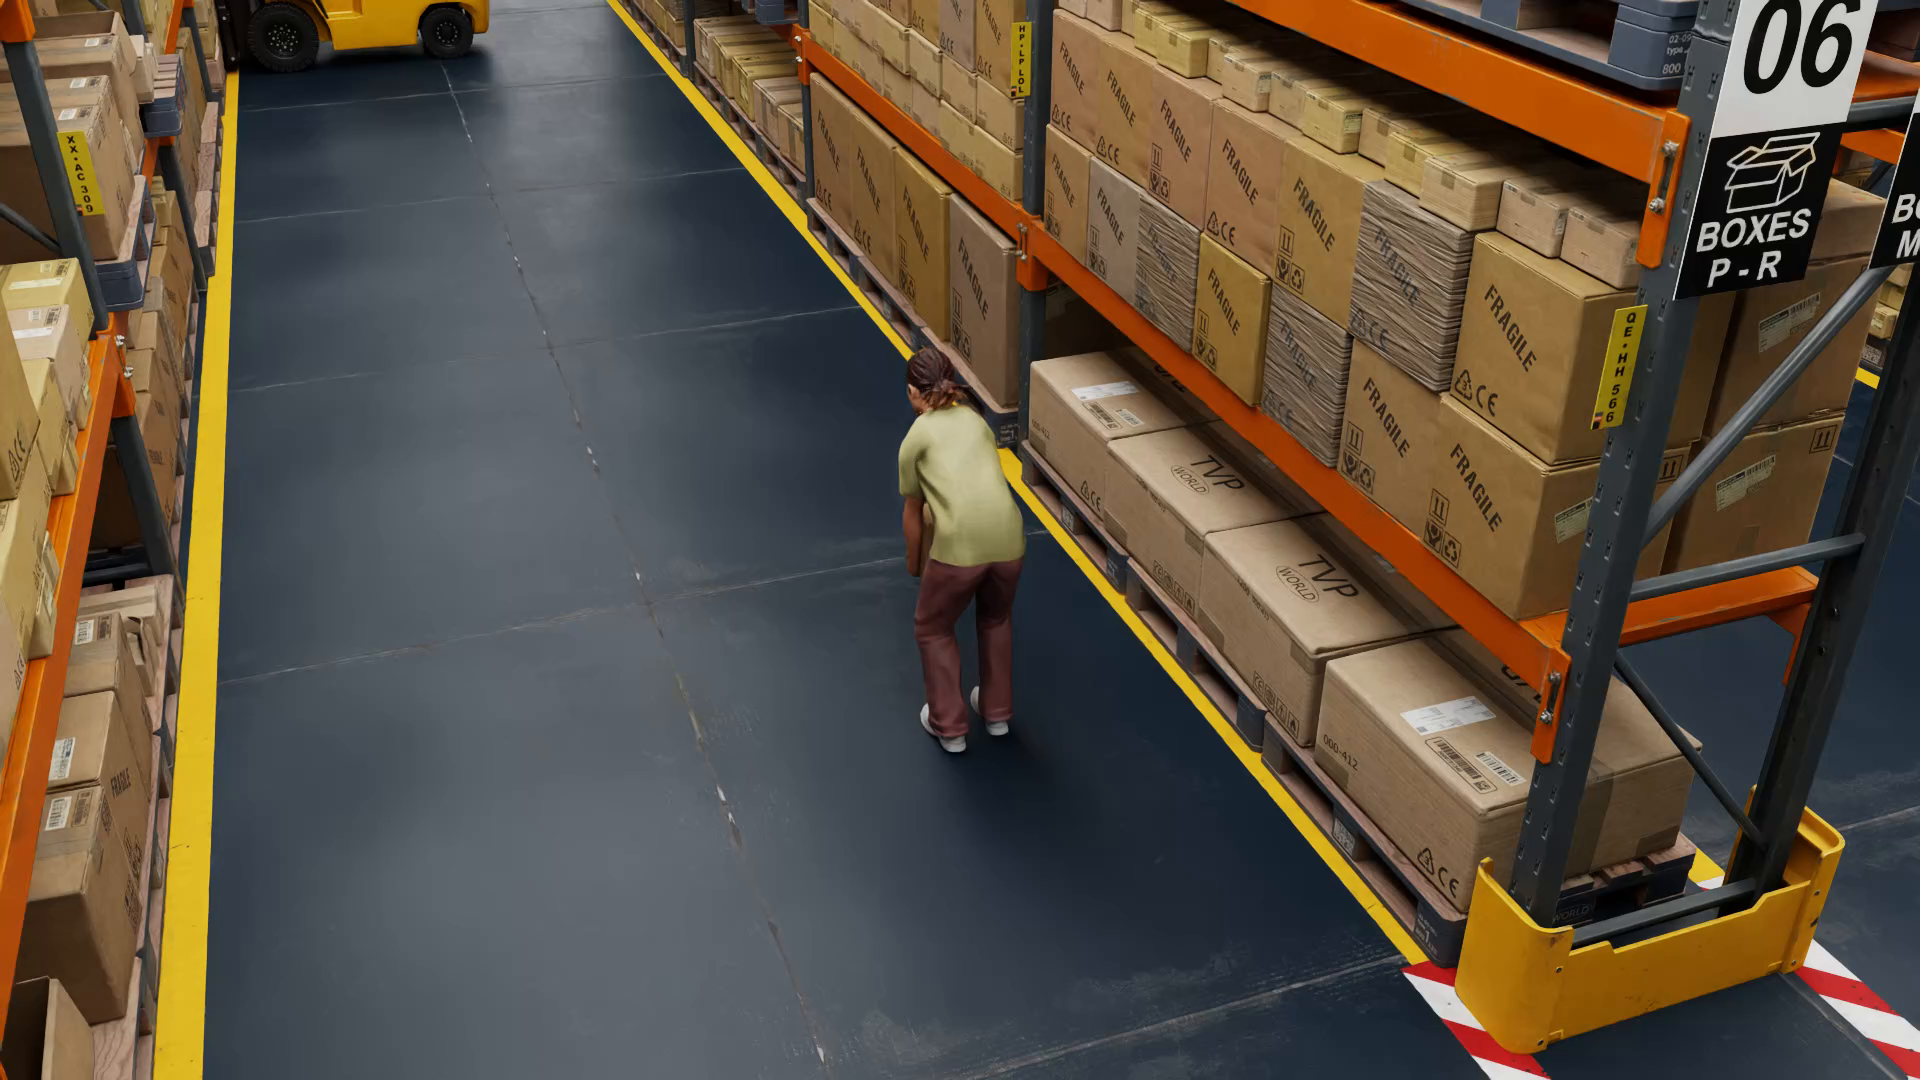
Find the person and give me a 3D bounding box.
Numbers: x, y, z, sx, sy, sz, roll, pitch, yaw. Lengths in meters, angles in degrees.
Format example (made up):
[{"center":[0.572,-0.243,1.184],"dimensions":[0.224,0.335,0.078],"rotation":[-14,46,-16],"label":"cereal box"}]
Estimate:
[{"center":[-0.012,0.027,6.254],"dimensions":[0.397,1.510,0.669],"rotation":[-11,32,-19],"label":"person"}]
